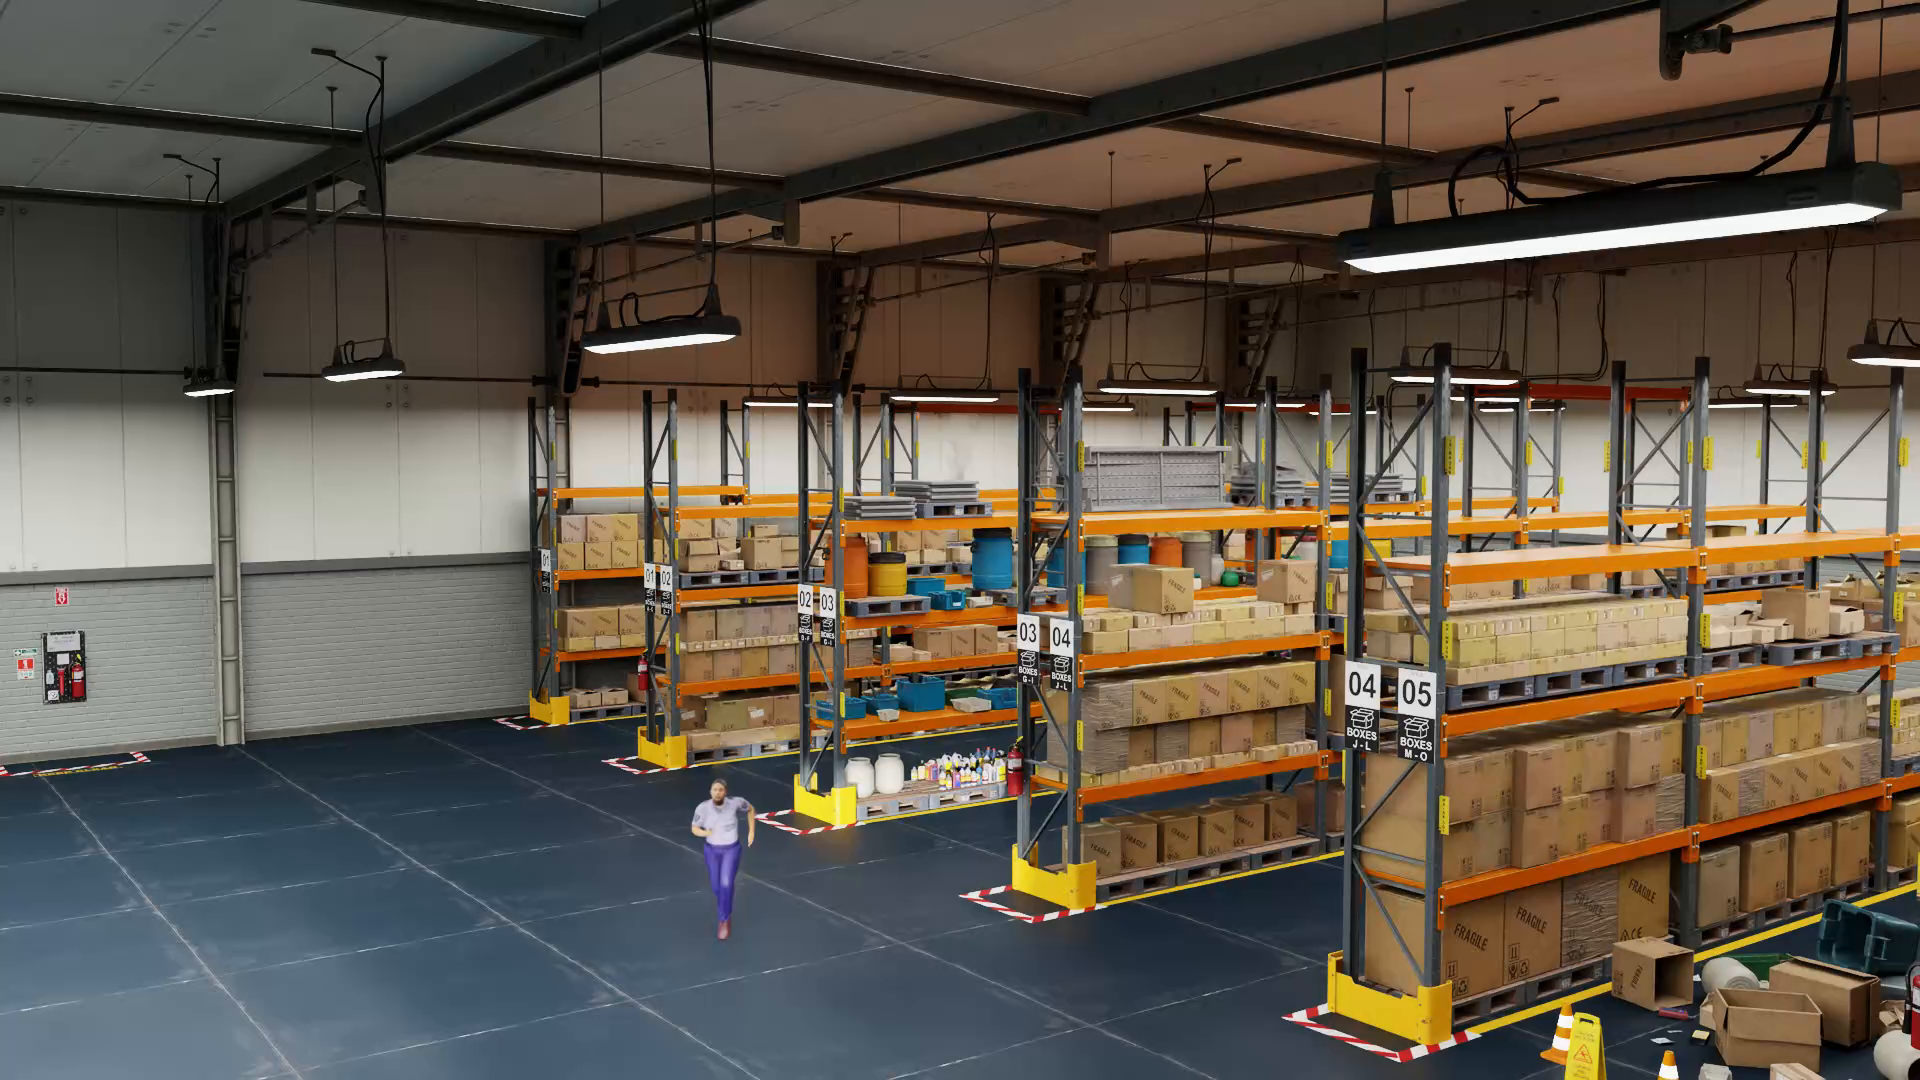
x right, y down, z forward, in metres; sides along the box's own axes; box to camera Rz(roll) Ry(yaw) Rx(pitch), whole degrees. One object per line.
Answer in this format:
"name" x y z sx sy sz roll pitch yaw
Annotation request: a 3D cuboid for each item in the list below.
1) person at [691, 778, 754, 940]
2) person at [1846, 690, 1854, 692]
"person" -2.495 3.329 17.509 0.627 1.656 0.820 0 3 0
"person" 12.214 2.947 22.855 0.743 1.769 0.714 -2 4 -31
